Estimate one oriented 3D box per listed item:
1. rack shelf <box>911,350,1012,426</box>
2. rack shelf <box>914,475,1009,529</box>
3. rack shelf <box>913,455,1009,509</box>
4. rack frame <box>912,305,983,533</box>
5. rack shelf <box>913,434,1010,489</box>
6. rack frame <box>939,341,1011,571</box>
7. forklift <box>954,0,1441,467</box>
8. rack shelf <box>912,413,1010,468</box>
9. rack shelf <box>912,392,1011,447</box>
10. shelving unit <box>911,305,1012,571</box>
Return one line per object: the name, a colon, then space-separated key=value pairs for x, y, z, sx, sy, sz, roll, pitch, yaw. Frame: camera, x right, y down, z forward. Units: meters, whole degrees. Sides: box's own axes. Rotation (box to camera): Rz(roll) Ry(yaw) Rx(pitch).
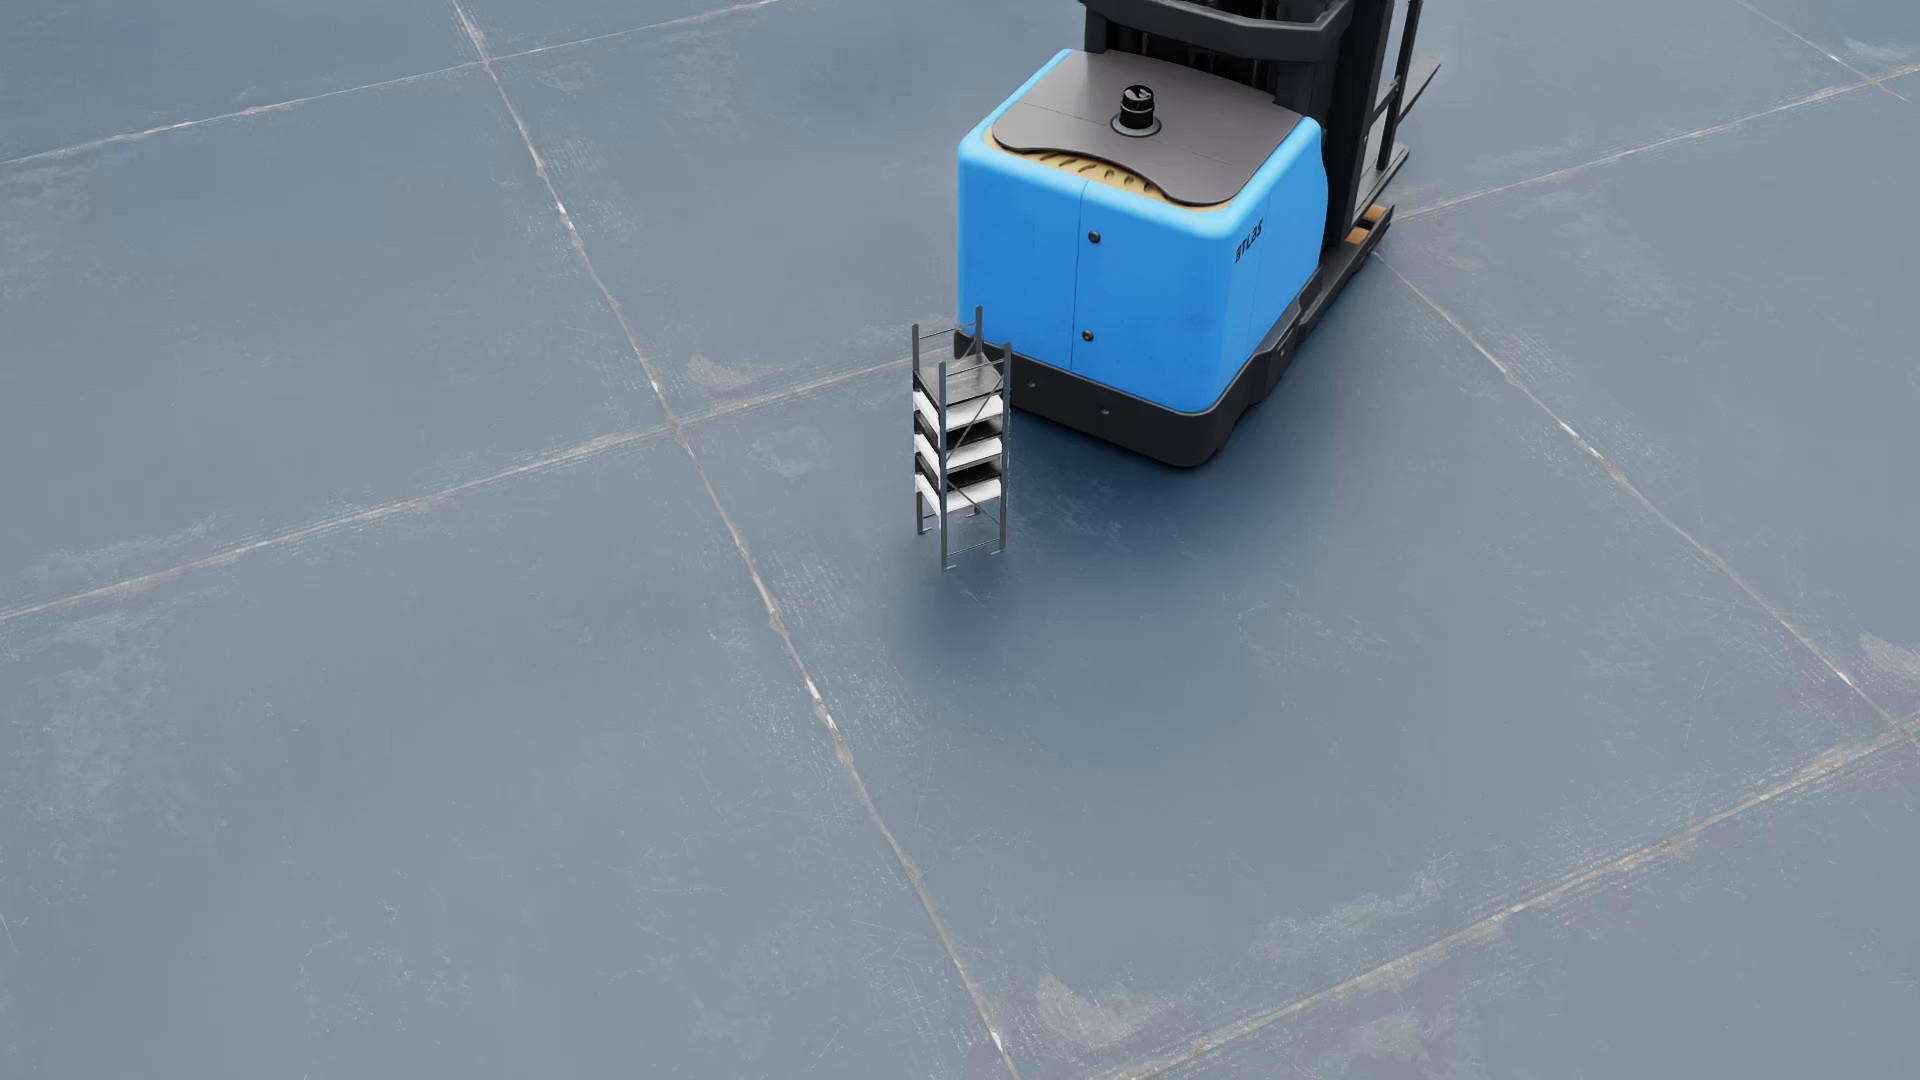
rack shelf: x=0.003 y=-0.484 z=5.262 sx=0.258 sy=0.077 sz=0.200 roll=-18 pitch=47 yaw=-17
rack shelf: x=0.003 y=-0.163 z=5.579 sx=0.258 sy=0.077 sz=0.200 roll=-18 pitch=47 yaw=-17
rack shelf: x=0.003 y=-0.227 z=5.515 sx=0.258 sy=0.077 sz=0.200 roll=-18 pitch=47 yaw=-17
rack frame: x=-0.039 y=-0.380 z=5.494 sx=0.240 sy=0.900 sz=0.006 roll=-18 pitch=47 yaw=-17
rack shelf: x=0.003 y=-0.291 z=5.452 sx=0.258 sy=0.077 sz=0.200 roll=-18 pitch=47 yaw=-17
rack frame: x=0.046 y=-0.250 z=5.363 sx=0.240 sy=0.900 sz=0.006 roll=-18 pitch=47 yaw=-17
forklift: x=1.163 y=-2.325 z=6.020 sx=1.130 sy=2.935 sz=3.031 roll=23 pitch=49 yaw=21
rack shelf: x=0.003 y=-0.355 z=5.389 sx=0.258 sy=0.077 sz=0.200 roll=-18 pitch=47 yaw=-17
rack shelf: x=0.003 y=-0.420 z=5.326 sx=0.258 sy=0.077 sz=0.200 roll=-18 pitch=47 yaw=-17
shelving unit: x=0.003 y=-0.315 z=5.429 sx=0.258 sy=0.900 sz=0.210 roll=-18 pitch=47 yaw=-17
